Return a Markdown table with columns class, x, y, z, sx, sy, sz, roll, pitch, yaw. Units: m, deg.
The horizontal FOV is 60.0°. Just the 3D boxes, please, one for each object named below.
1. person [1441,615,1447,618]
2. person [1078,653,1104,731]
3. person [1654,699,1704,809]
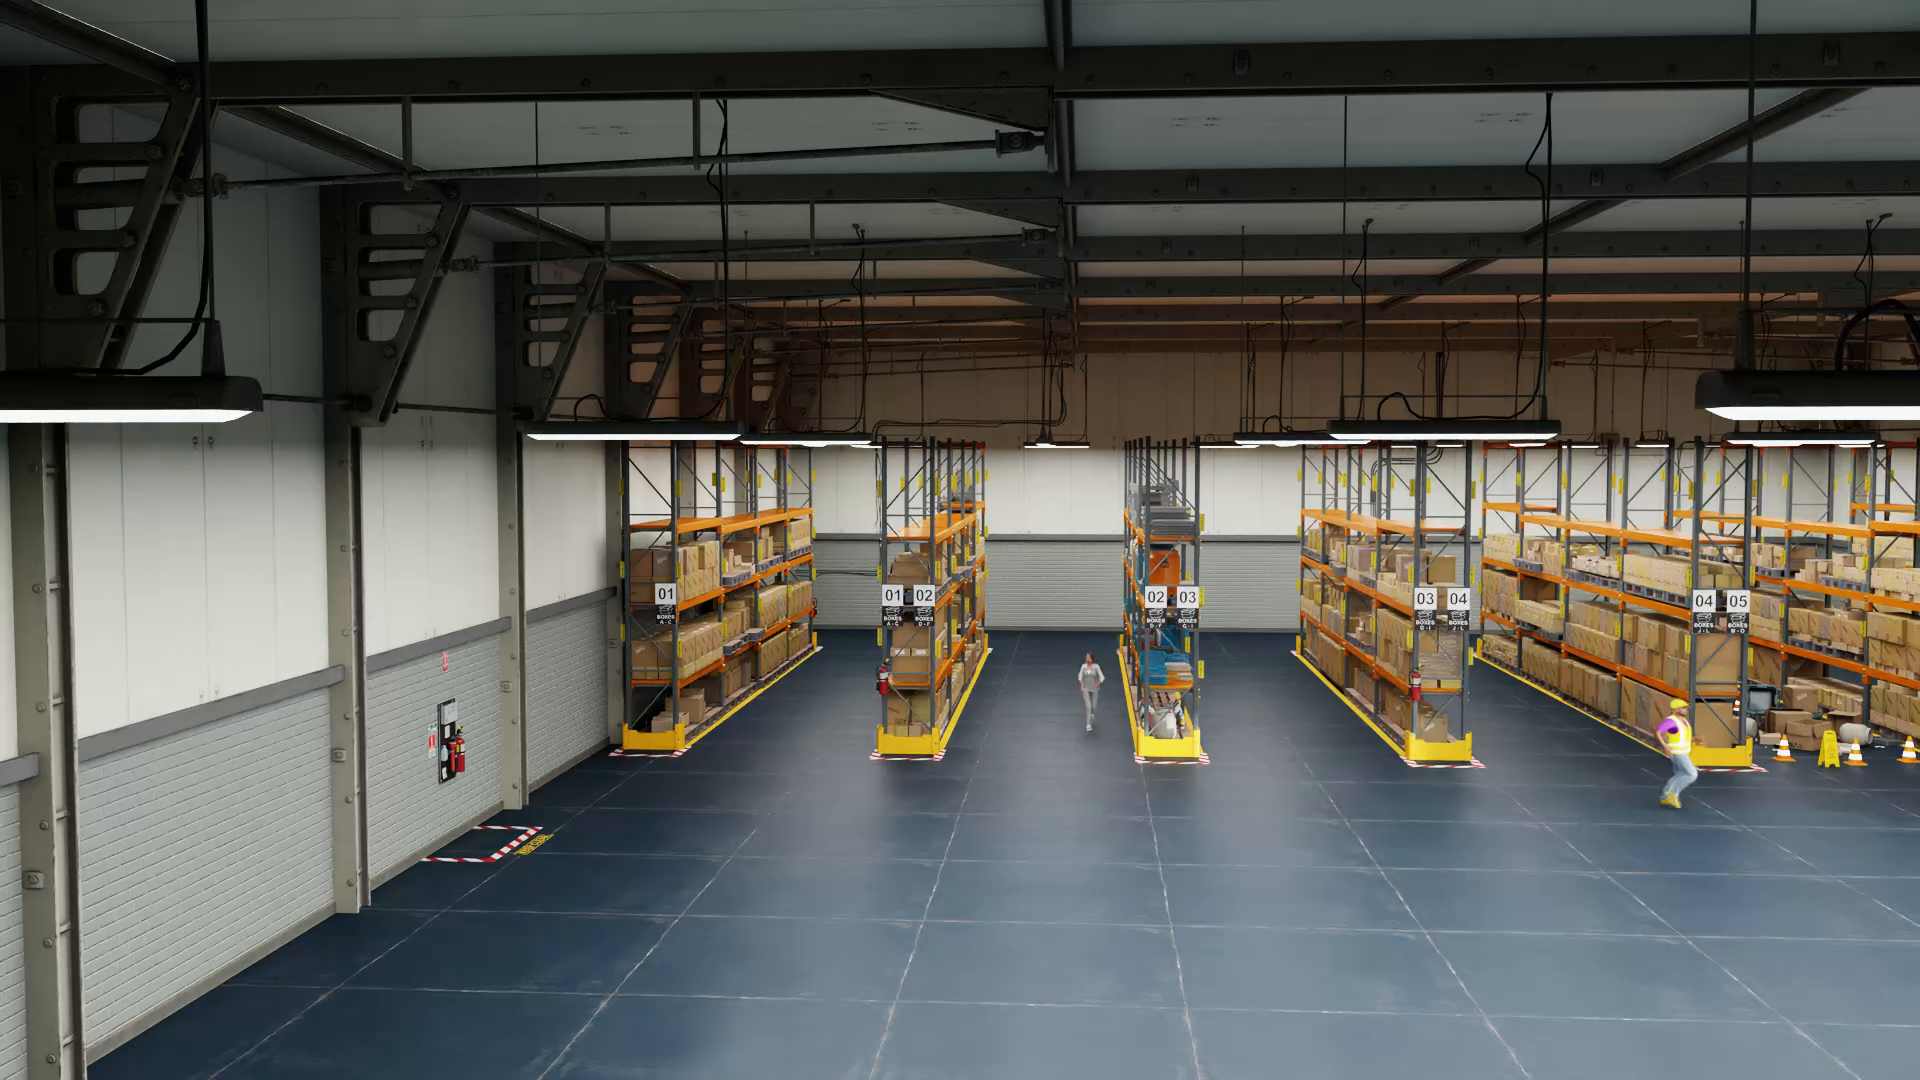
| class | x | y | z | sx | sy | sz | roll | pitch | yaw |
| --- | --- | --- | --- | --- | --- | --- | --- | --- | --- |
| person | 13.071 | 2.495 | 44.660 | 0.637 | 1.713 | 0.814 | 0 | 3 | 7 |
| person | 2.687 | 3.114 | 34.326 | 0.520 | 1.580 | 0.636 | 1 | 3 | 9 |
| person | 11.536 | 3.417 | 26.592 | 0.665 | 1.738 | 0.685 | 3 | 4 | 40 |
